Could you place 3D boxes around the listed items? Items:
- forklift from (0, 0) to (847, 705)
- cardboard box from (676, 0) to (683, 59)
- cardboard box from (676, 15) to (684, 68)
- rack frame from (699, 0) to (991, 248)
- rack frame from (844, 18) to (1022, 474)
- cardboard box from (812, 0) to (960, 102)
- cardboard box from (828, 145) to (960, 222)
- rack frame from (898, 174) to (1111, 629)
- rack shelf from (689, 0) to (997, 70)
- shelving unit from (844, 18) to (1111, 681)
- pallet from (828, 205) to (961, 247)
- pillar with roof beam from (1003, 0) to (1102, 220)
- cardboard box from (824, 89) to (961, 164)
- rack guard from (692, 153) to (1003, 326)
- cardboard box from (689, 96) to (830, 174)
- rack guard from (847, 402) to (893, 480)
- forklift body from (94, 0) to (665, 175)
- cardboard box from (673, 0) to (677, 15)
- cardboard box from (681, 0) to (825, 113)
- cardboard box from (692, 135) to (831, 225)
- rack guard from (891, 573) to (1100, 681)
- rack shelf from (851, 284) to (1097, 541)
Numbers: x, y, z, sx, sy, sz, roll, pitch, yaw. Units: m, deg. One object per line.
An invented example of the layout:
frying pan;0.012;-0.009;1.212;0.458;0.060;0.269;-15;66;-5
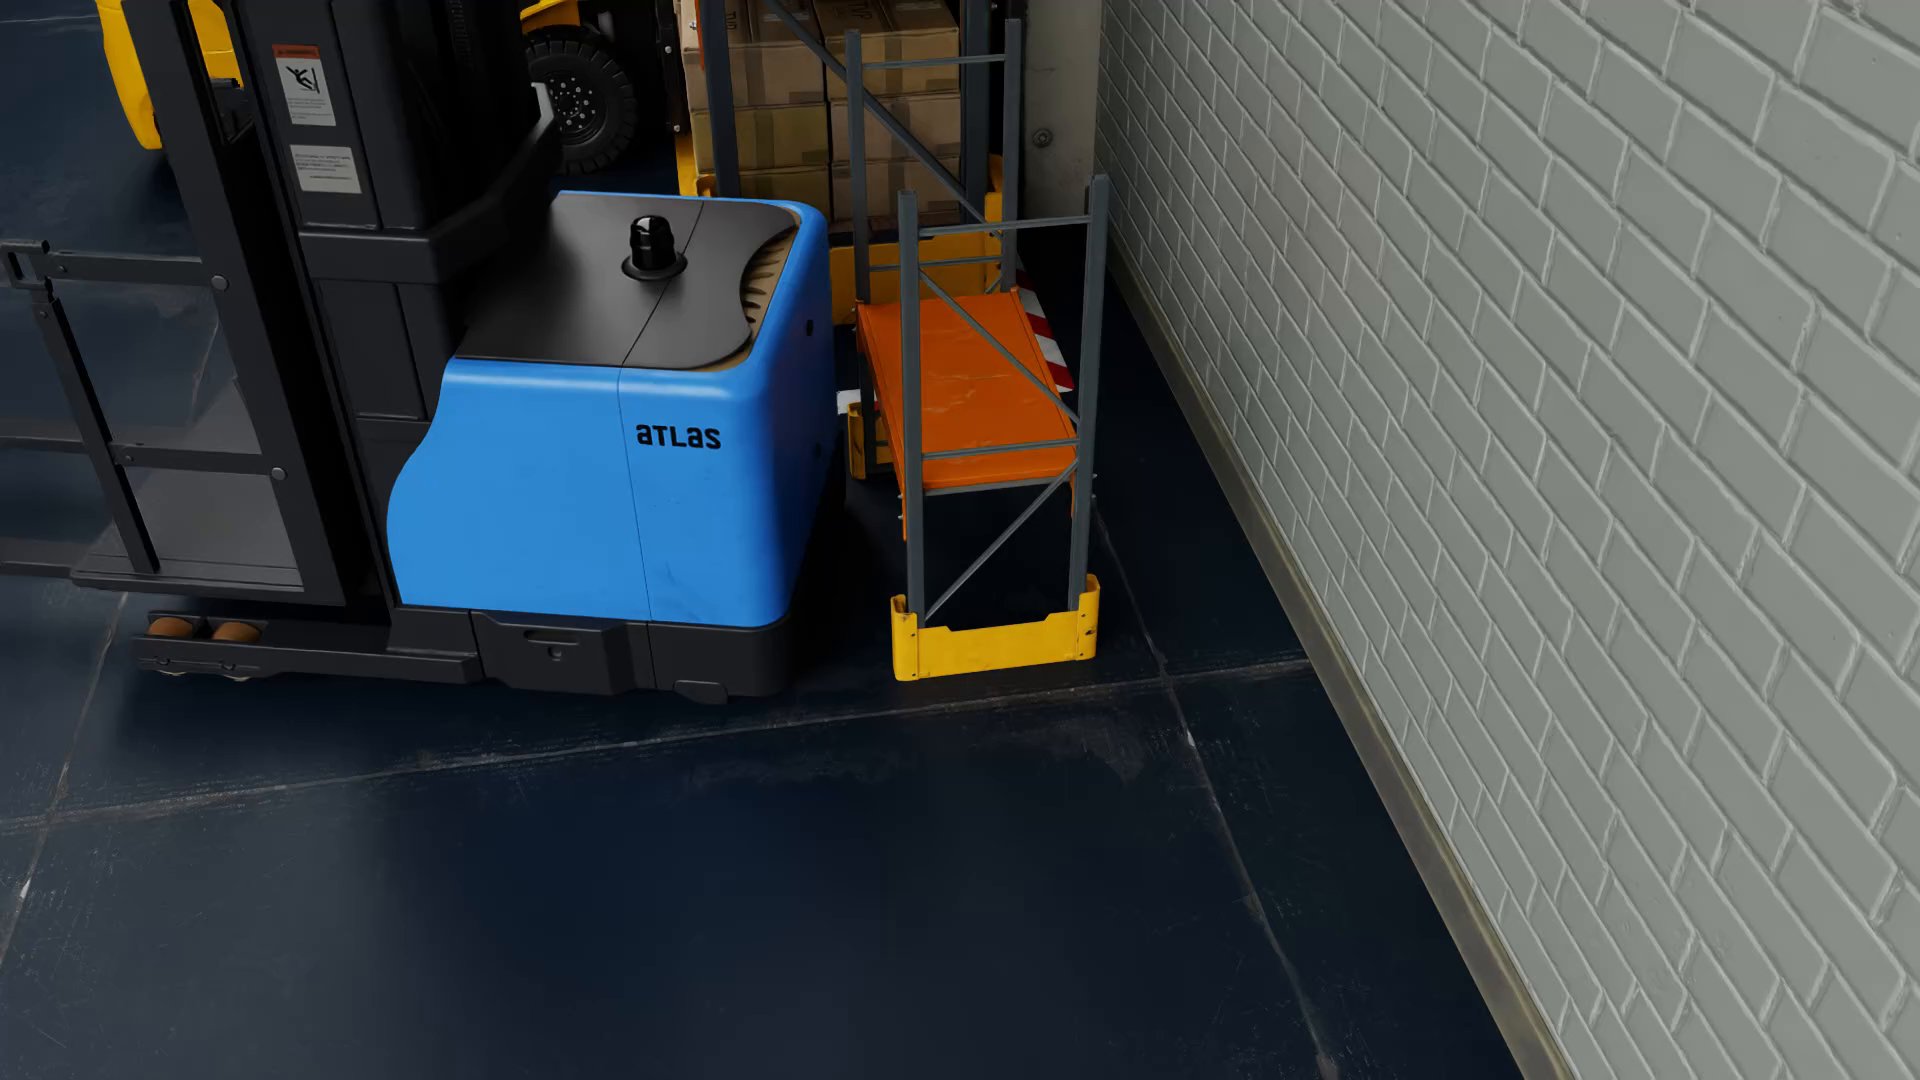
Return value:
forklift;-1.913;-1.079;4.249;3.031;2.935;1.130;4;38;5
cardboard box;-0.878;-2.146;6.651;0.500;0.250;0.500;-6;38;-7
cardboard box;-0.977;-2.270;7.219;0.500;0.250;0.500;-7;38;-9
rack frame;-0.395;-2.119;5.532;1.000;3.000;0.127;-6;38;-8
rack frame;-0.074;-0.848;5.119;0.500;1.500;0.032;-6;38;-8
cardboard box;-0.293;-1.904;6.340;0.500;0.250;0.500;-7;38;-9
cardboard box;-0.289;-1.516;6.656;0.500;0.250;0.500;-6;38;-8
rack frame;0.104;-0.234;4.328;0.500;1.500;0.032;-6;38;-8
rack shelf;-0.746;-3.043;7.308;1.077;0.370;4.000;-6;38;-8
shelving unit;0.013;-0.546;4.731;0.587;1.500;1.083;-6;38;-8
pallet;-0.571;-1.475;6.976;1.003;0.211;1.213;-6;38;-8
pillar with roof beam;-3.868;-4.542;3.762;9.100;9.000;0.400;-6;38;-8
cardboard box;-0.273;-1.702;6.488;0.500;0.250;0.500;-6;38;-7
rack guard;-0.391;-1.117;6.280;1.175;0.500;0.348;-6;38;-8
cardboard box;-0.788;-1.657;6.429;0.500;0.250;0.500;-7;38;-9
rack guard;-0.074;-0.353;5.501;0.587;0.250;0.087;-6;38;-8
forklift body;-2.524;-2.733;7.014;2.313;2.155;1.214;-6;38;-8
cardboard box;-0.977;-2.450;7.042;0.500;0.250;0.500;-6;38;-7
cardboard box;-0.783;-1.838;6.255;0.500;0.250;0.500;-5;38;-6
cardboard box;-0.789;-1.449;6.568;0.500;0.250;0.500;-6;38;-8
rack guard;0.101;0.248;4.727;0.587;0.250;0.087;-6;38;-8
rack shelf;0.015;-0.399;4.834;0.538;0.185;1.000;-6;38;-8
